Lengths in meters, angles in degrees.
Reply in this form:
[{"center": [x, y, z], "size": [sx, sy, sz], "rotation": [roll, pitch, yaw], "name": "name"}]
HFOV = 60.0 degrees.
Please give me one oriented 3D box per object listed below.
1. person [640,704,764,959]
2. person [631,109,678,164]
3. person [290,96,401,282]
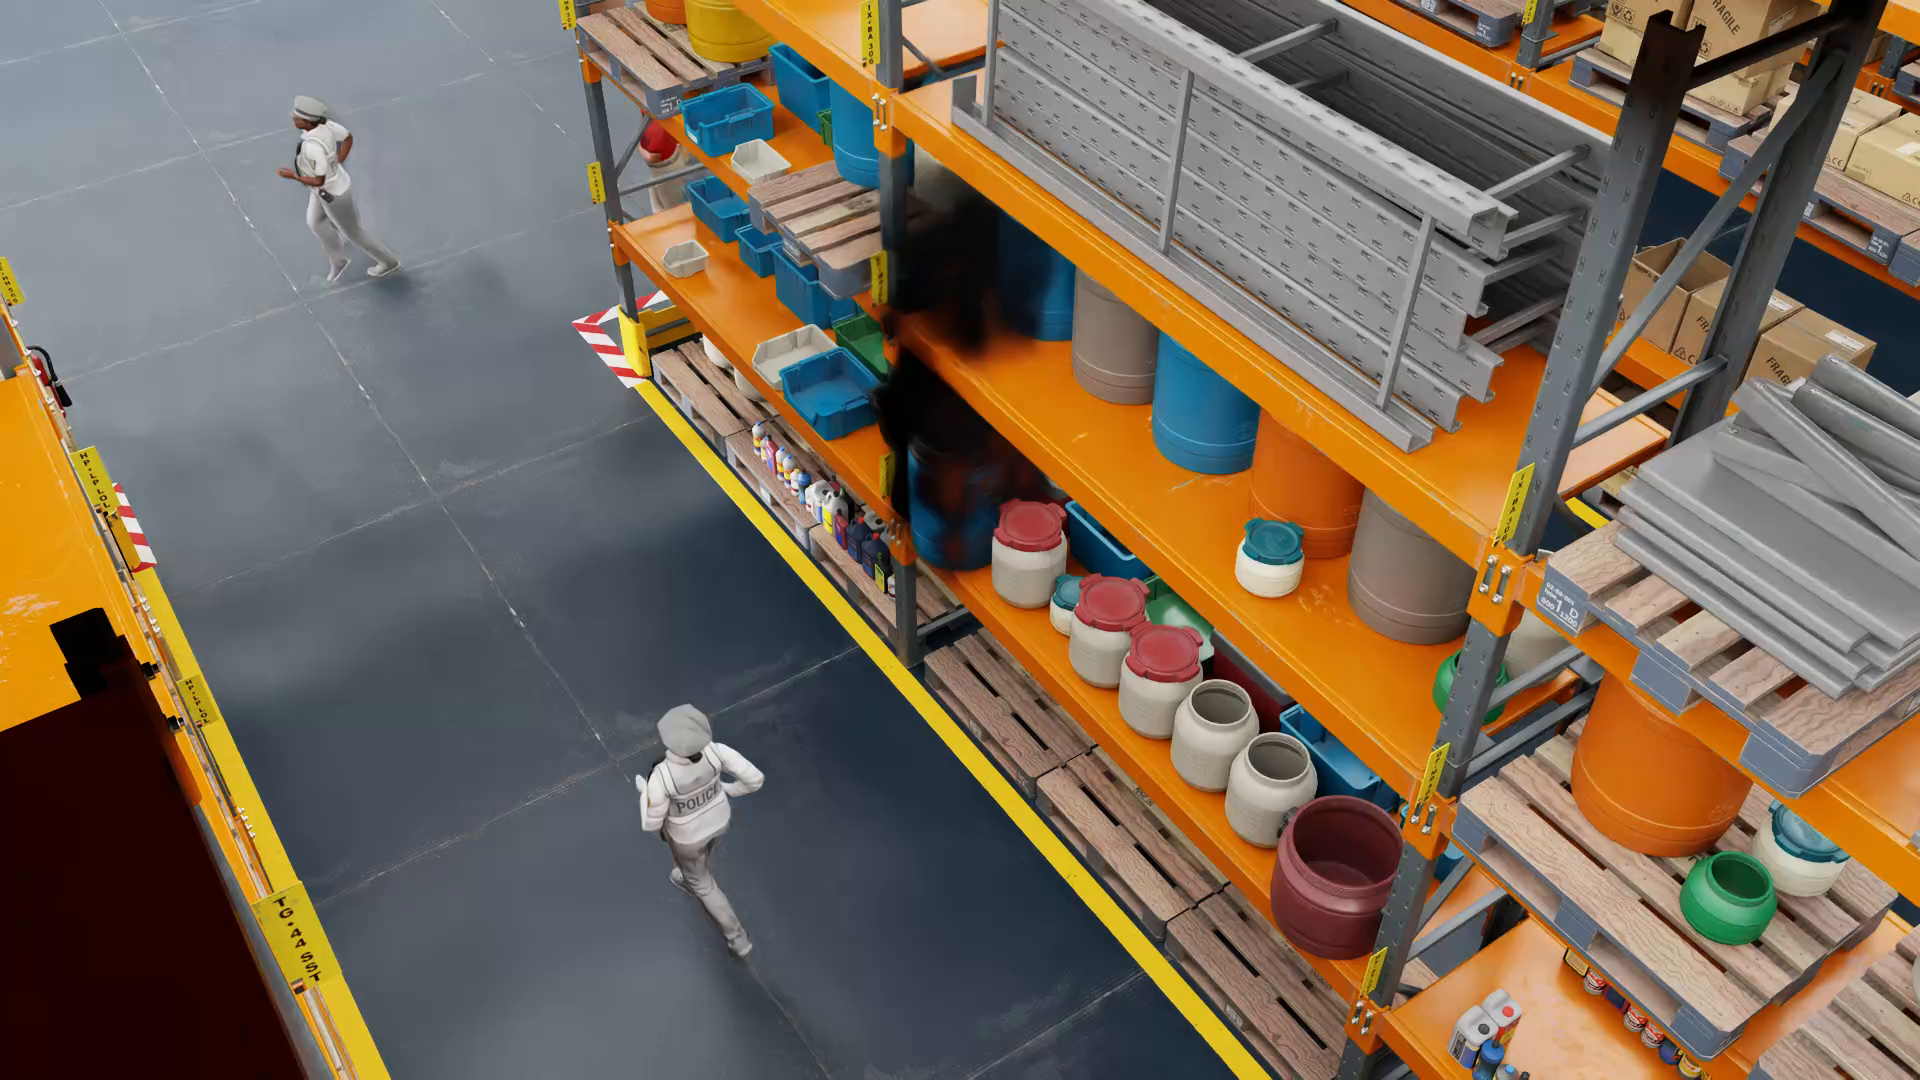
[{"center": [-1.341, 1.456, 8.505], "size": [0.618, 1.710, 0.829], "rotation": [-30, 51, -29], "name": "person"}, {"center": [-2.420, -3.091, 13.890], "size": [0.900, 1.719, 0.698], "rotation": [5, 43, 5], "name": "person"}, {"center": [-5.067, -2.827, 13.606], "size": [0.646, 1.751, 0.523], "rotation": [-10, 44, -10], "name": "person"}]
